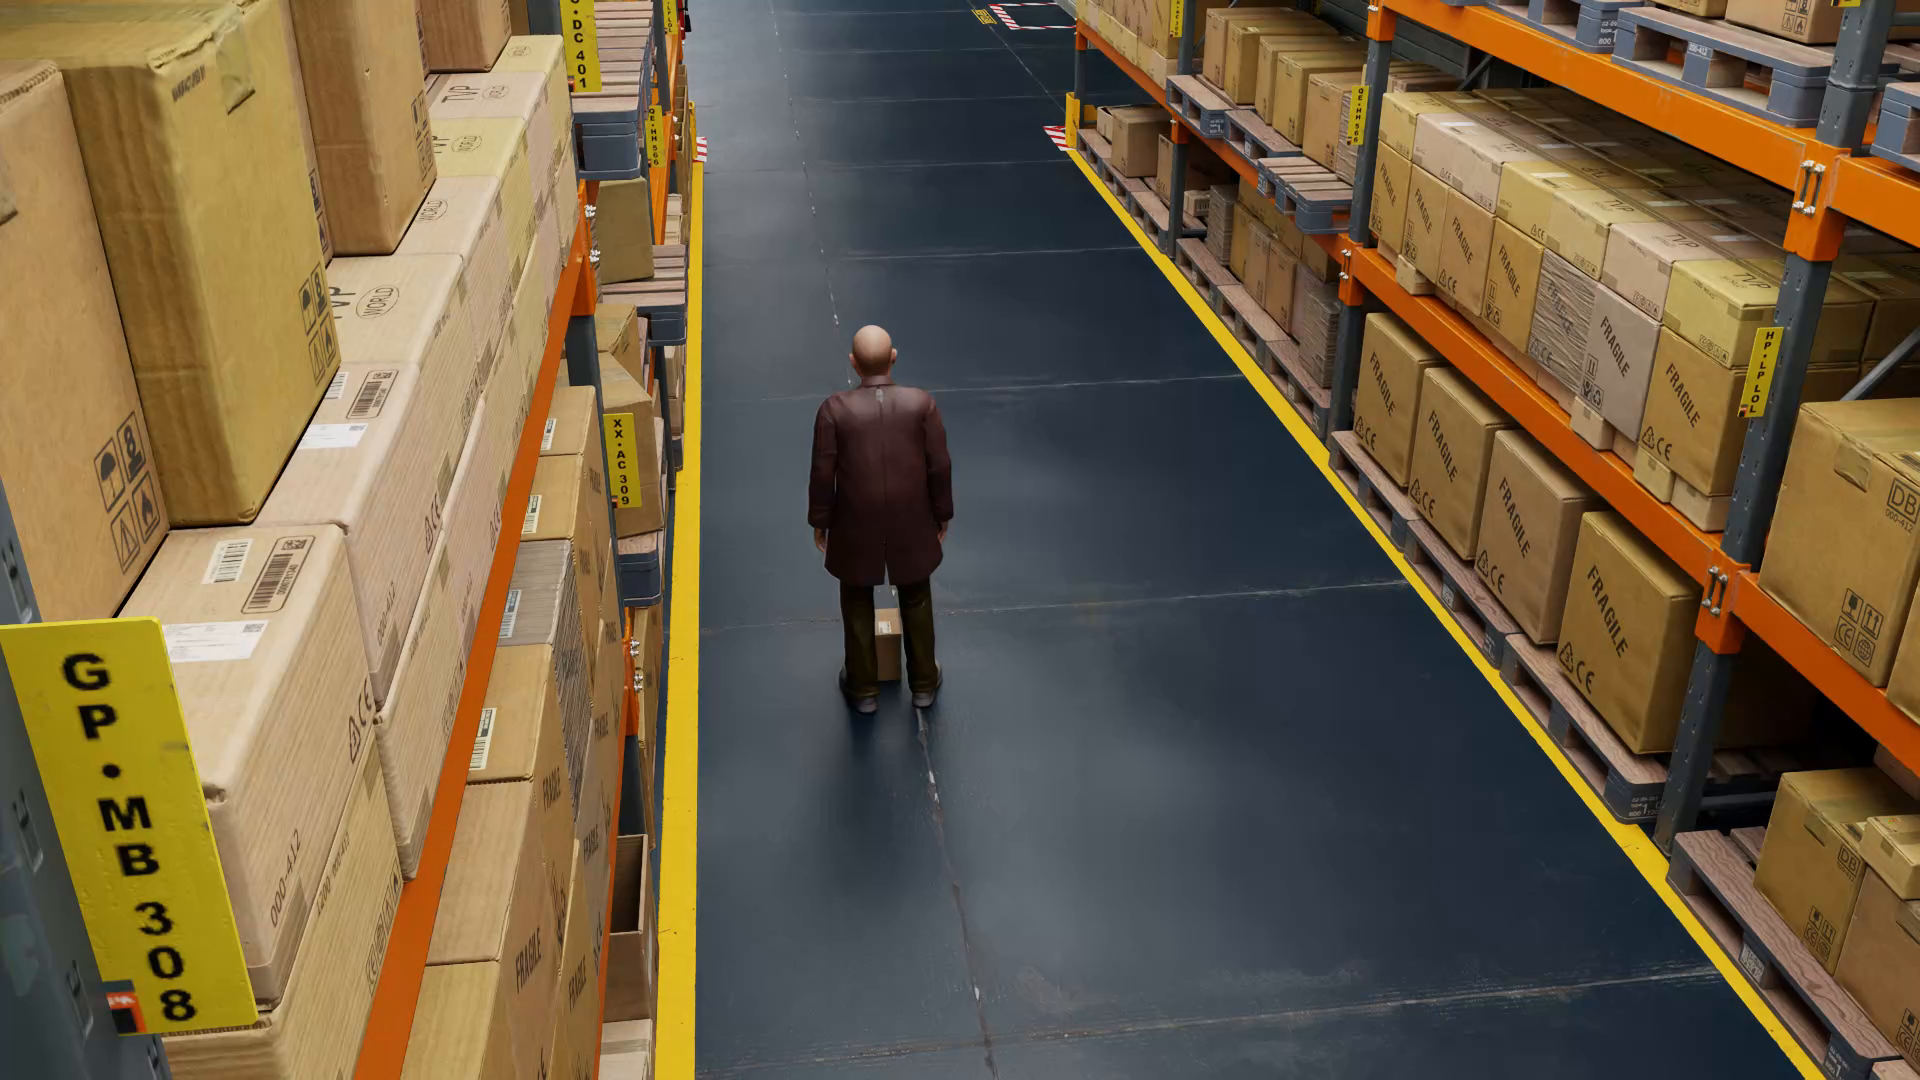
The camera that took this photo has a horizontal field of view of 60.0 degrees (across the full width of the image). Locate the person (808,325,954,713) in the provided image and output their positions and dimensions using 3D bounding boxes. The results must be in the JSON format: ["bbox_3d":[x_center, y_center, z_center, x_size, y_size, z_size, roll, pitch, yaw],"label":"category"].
[{"bbox_3d":[-0.344,0.004,7.329,0.644,1.590,0.427,-3,27,-7],"label":"person"}]
